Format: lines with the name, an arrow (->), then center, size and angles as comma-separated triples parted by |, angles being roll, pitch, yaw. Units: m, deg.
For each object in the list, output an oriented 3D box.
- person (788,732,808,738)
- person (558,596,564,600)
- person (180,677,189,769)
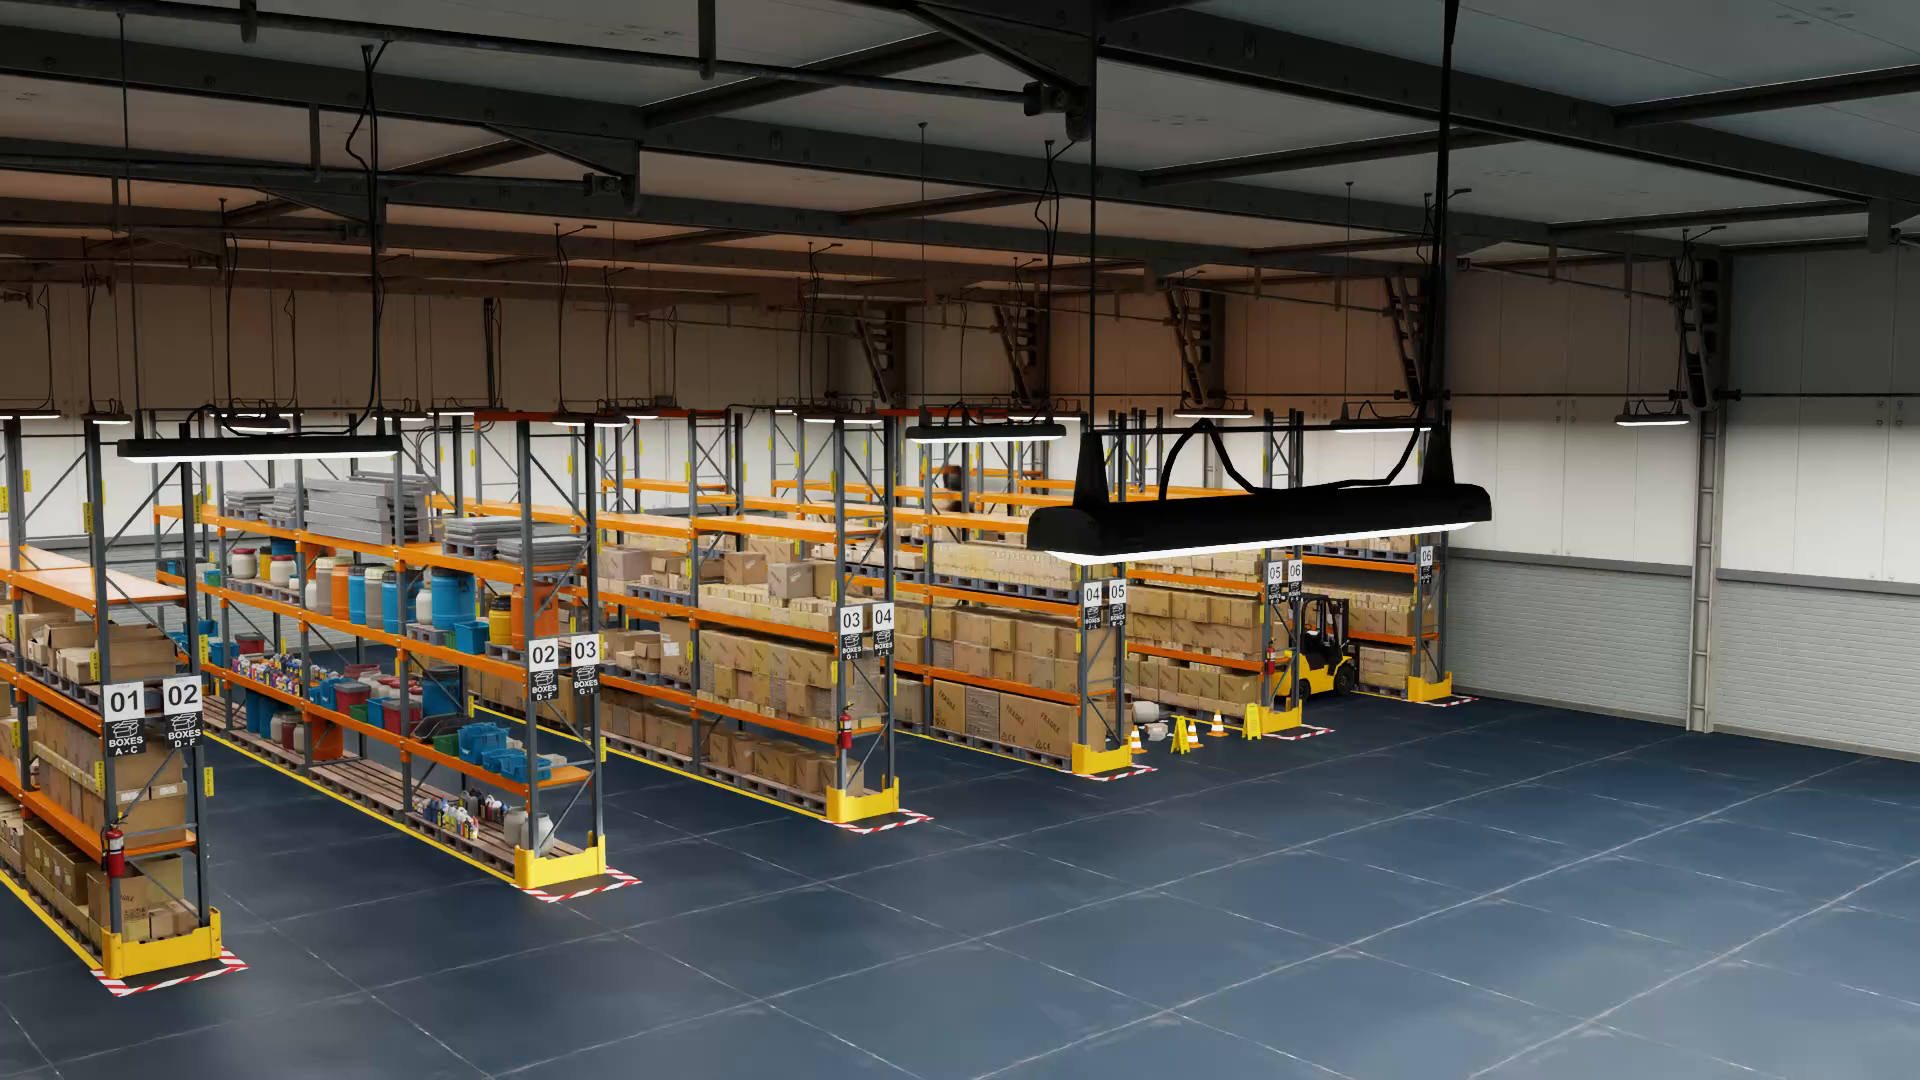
person -> -2.915, 2.787, 30.591 | 0.878, 1.733, 0.701 | 3, 6, 31
person -> -9.743, 1.973, 39.937 | 0.649, 1.701, 0.687 | -3, 6, -27
person -> -13.441, 3.071, 28.418 | 0.664, 1.634, 0.962 | -4, 7, -41
